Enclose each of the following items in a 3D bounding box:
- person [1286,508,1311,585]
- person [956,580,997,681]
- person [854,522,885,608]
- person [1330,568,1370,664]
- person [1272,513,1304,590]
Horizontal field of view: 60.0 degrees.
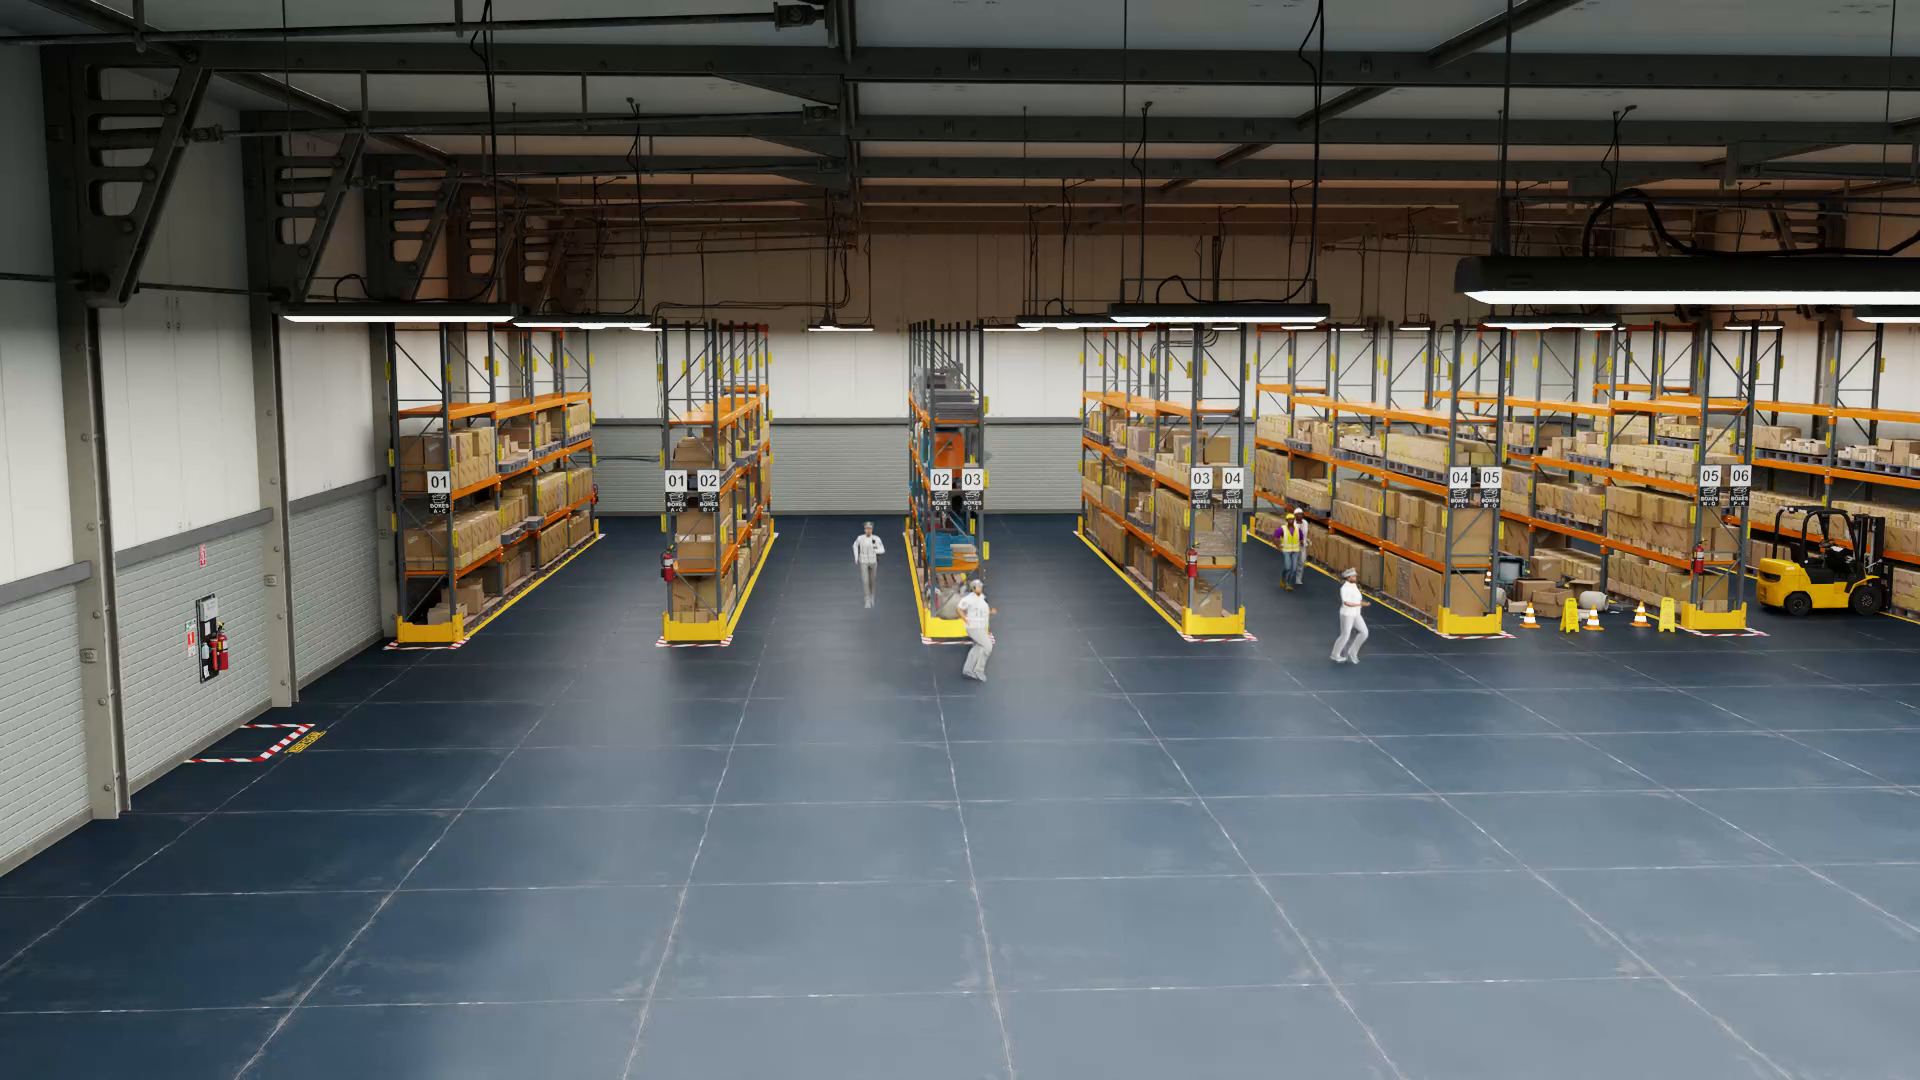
[{"bbox_3d":[7.746,0.143,38.189,0.680,1.752,0.722,-1,7,-10],"label":"person"},{"bbox_3d":[0.315,1.494,27.758,0.601,1.686,0.586,3,8,26],"label":"person"},{"bbox_3d":[-1.808,0.495,33.123,0.615,1.732,0.878,-1,7,-4],"label":"person"},{"bbox_3d":[6.806,1.324,28.909,0.698,1.715,0.543,6,10,42],"label":"person"},{"bbox_3d":[7.392,0.269,37.198,0.690,1.721,0.578,-1,7,-9],"label":"person"}]
